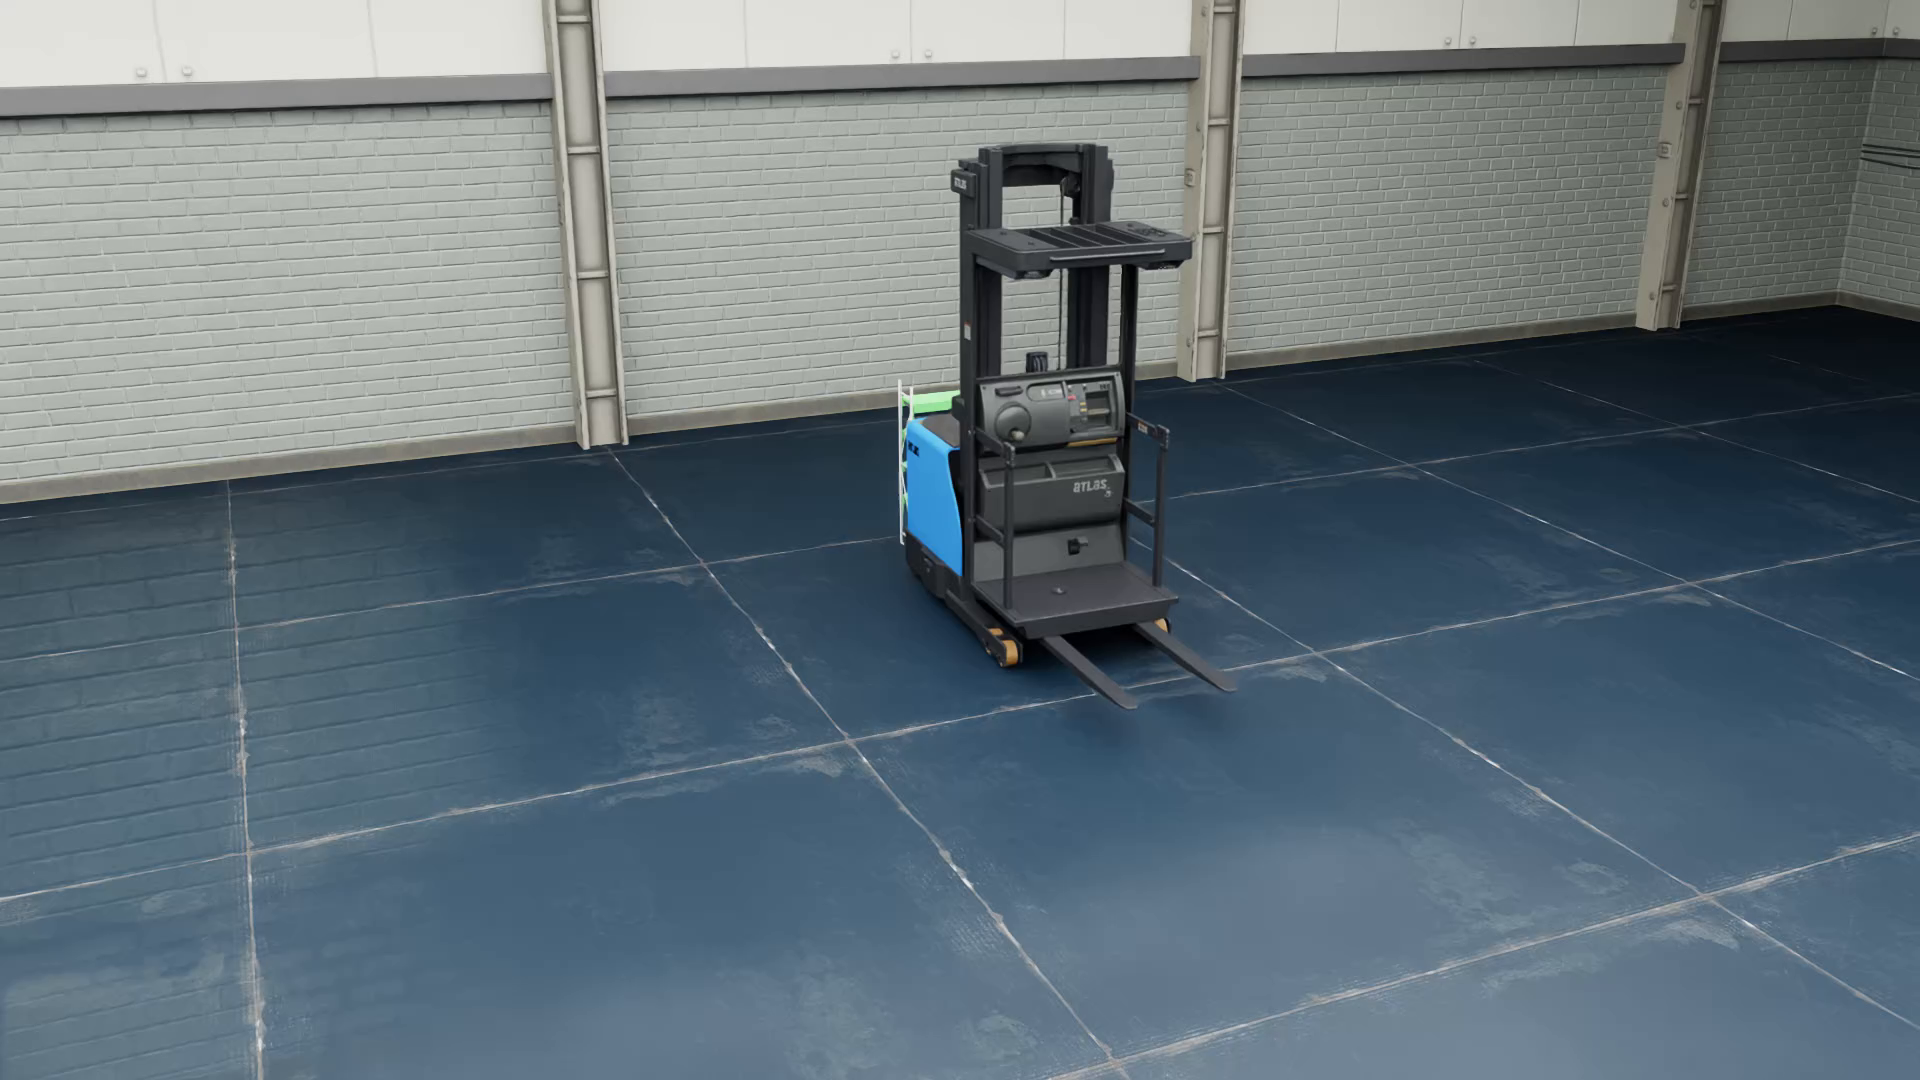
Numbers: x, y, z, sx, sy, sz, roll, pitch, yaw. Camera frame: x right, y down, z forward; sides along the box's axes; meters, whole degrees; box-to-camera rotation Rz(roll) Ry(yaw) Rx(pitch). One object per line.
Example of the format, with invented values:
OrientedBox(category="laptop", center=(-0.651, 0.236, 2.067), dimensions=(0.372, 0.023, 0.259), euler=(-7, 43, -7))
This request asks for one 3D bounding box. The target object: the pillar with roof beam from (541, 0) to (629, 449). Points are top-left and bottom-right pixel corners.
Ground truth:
OrientedBox(category="pillar with roof beam", center=(-1.395, -3.778, 9.202), dimensions=(0.400, 9.000, 9.100), euler=(-8, 21, -22))

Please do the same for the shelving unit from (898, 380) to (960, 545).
OrientedBox(category="shelving unit", center=(-0.152, -0.544, 11.761), dimensions=(0.503, 1.200, 0.258), euler=(-8, 21, -22))

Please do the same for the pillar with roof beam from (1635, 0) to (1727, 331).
OrientedBox(category="pillar with roof beam", center=(9.624, -5.357, 13.686), dimensions=(0.400, 9.000, 9.100), euler=(-8, 21, -22))

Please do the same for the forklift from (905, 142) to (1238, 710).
OrientedBox(category="forklift", center=(0.642, -0.784, 9.834), dimensions=(1.130, 2.935, 3.031), euler=(-7, 21, -20))

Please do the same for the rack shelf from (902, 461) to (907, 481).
OrientedBox(category="rack shelf", center=(-0.152, -0.484, 11.782), dimensions=(0.480, 0.148, 0.258), euler=(-8, 21, -22))

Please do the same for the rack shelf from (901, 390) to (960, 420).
OrientedBox(category="rack shelf", center=(-0.152, -0.937, 11.623), dimensions=(0.480, 0.148, 0.258), euler=(-8, 21, -22))

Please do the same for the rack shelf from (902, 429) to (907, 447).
OrientedBox(category="rack shelf", center=(-0.152, -0.710, 11.702), dimensions=(0.480, 0.148, 0.258), euler=(-8, 21, -22))

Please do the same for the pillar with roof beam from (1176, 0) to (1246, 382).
OrientedBox(category="pillar with roof beam", center=(4.114, -4.567, 11.444), dimensions=(0.400, 9.000, 9.100), euler=(-8, 21, -22))

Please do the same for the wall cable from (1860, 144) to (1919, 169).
OrientedBox(category="wall cable", center=(11.147, -5.189, 17.885), dimensions=(0.112, 2.526, 3.097), euler=(-8, 21, -22))

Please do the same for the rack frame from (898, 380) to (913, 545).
OrientedBox(category="rack frame", center=(-0.376, -0.512, 11.670), dimensions=(0.015, 1.200, 0.240), euler=(-8, 21, -22))

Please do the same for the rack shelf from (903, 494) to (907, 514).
OrientedBox(category="rack shelf", center=(-0.152, -0.258, 11.862), dimensions=(0.480, 0.148, 0.258), euler=(-8, 21, -22))
